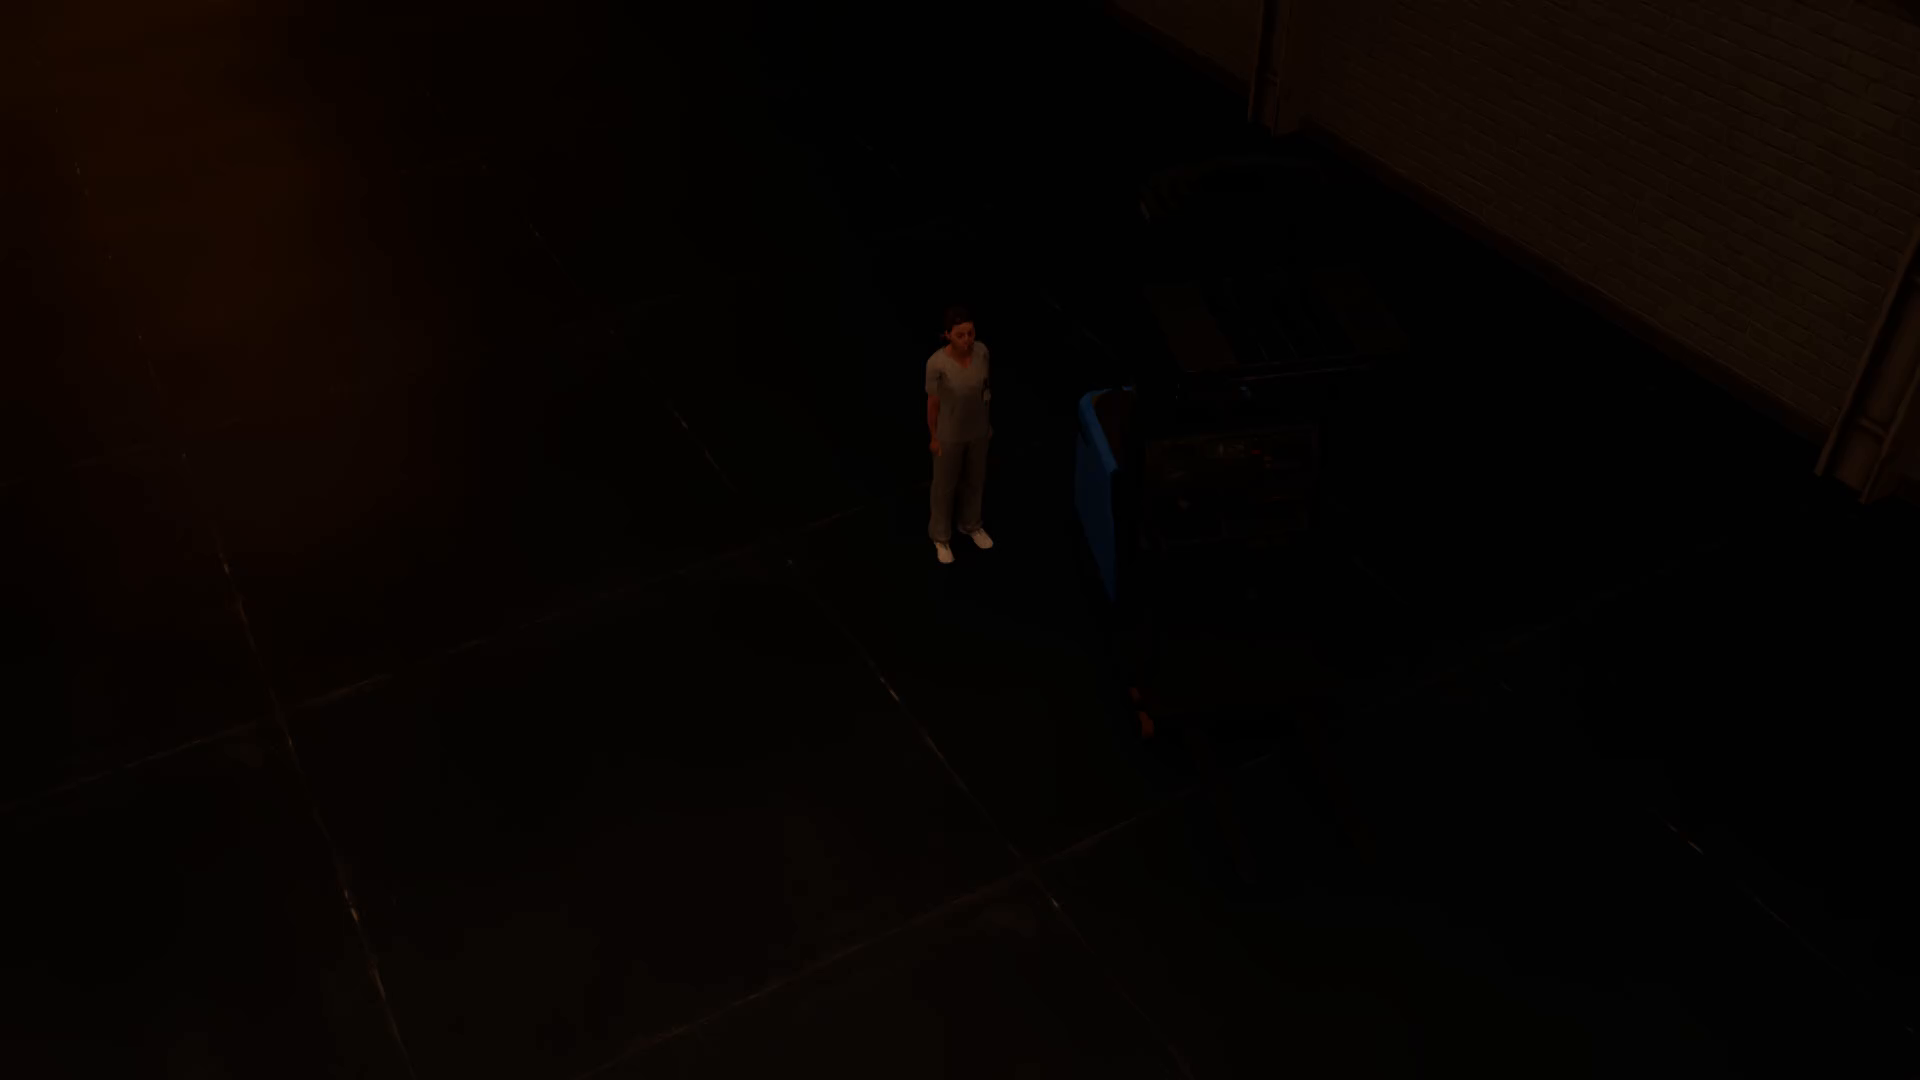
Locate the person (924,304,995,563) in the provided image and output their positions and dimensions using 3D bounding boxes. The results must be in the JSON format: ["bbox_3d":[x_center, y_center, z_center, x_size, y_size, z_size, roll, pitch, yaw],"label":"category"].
[{"bbox_3d":[0.009,-0.625,9.798,0.432,1.644,0.352,-20,44,-23],"label":"person"}]

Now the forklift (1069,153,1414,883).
[{"bbox_3d":[1.440,-0.299,8.397,1.130,2.935,3.031,-7,40,-8],"label":"forklift"}]
